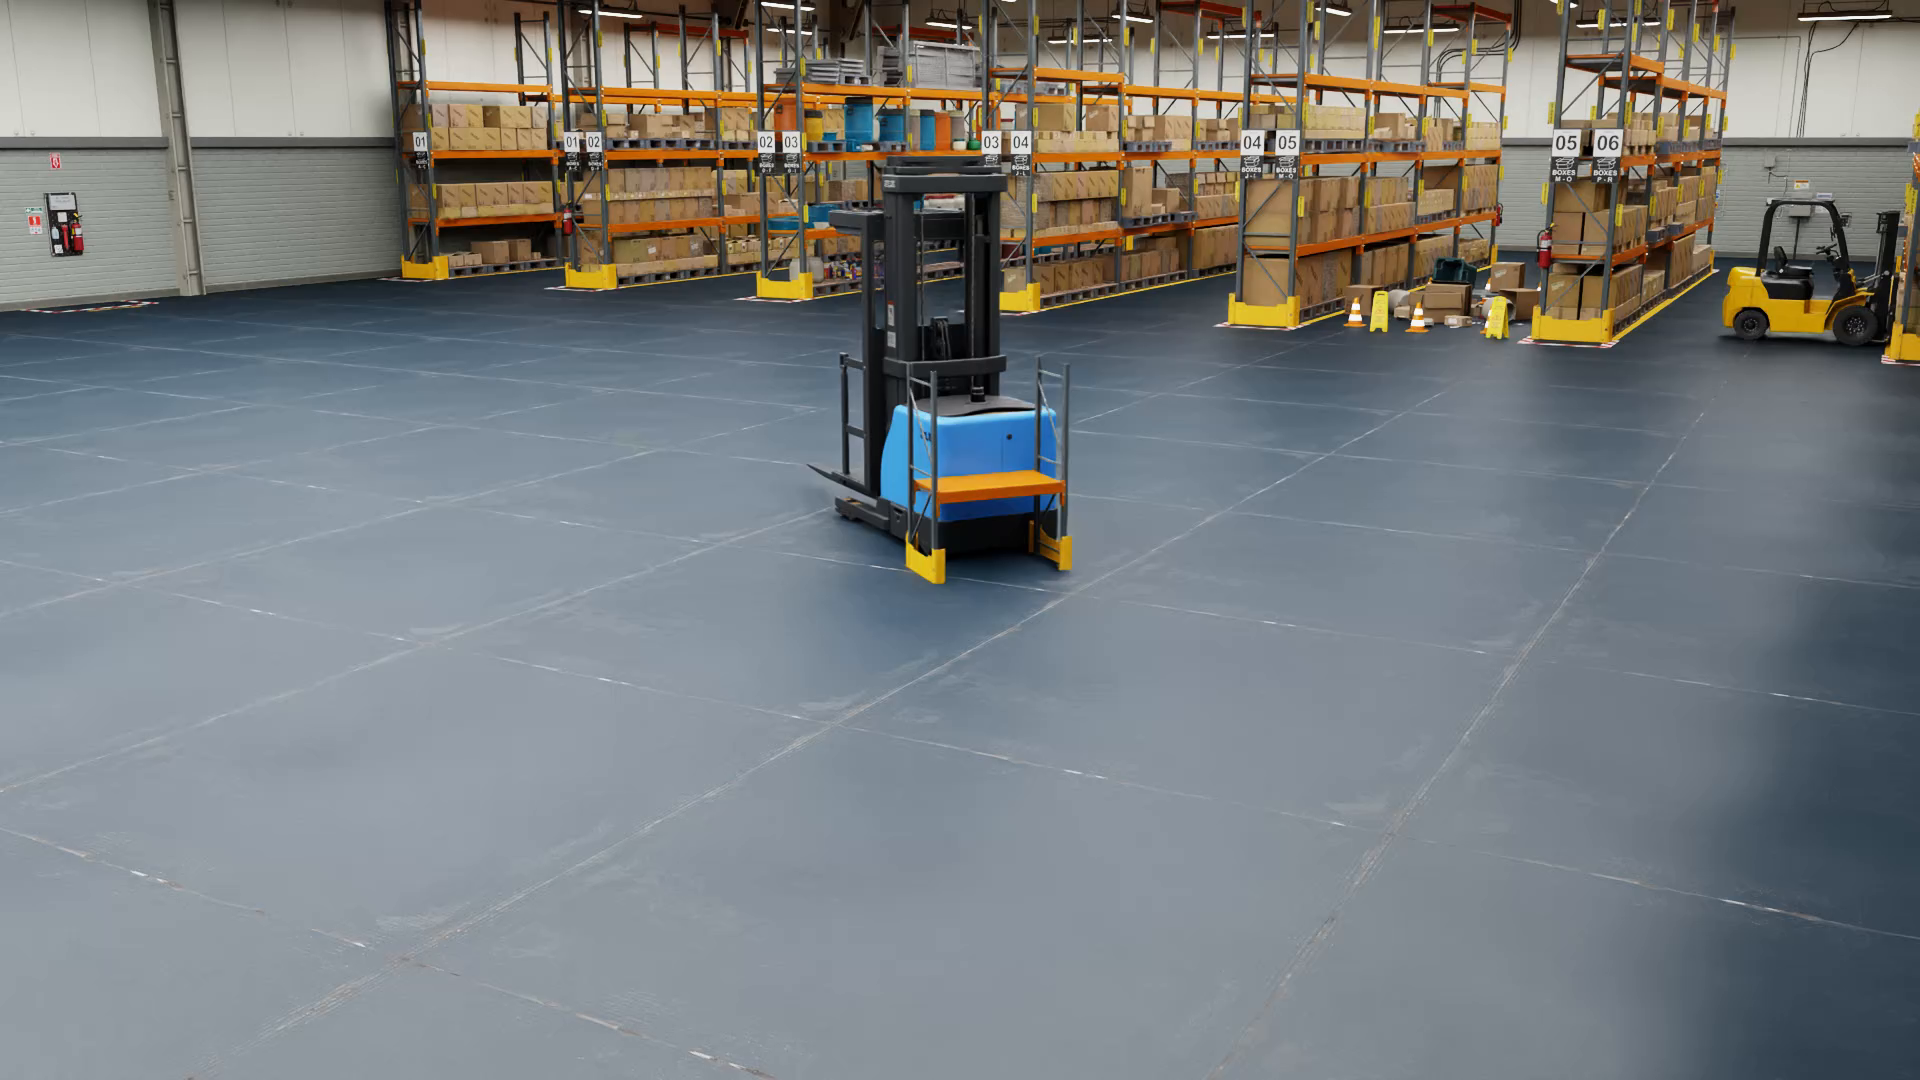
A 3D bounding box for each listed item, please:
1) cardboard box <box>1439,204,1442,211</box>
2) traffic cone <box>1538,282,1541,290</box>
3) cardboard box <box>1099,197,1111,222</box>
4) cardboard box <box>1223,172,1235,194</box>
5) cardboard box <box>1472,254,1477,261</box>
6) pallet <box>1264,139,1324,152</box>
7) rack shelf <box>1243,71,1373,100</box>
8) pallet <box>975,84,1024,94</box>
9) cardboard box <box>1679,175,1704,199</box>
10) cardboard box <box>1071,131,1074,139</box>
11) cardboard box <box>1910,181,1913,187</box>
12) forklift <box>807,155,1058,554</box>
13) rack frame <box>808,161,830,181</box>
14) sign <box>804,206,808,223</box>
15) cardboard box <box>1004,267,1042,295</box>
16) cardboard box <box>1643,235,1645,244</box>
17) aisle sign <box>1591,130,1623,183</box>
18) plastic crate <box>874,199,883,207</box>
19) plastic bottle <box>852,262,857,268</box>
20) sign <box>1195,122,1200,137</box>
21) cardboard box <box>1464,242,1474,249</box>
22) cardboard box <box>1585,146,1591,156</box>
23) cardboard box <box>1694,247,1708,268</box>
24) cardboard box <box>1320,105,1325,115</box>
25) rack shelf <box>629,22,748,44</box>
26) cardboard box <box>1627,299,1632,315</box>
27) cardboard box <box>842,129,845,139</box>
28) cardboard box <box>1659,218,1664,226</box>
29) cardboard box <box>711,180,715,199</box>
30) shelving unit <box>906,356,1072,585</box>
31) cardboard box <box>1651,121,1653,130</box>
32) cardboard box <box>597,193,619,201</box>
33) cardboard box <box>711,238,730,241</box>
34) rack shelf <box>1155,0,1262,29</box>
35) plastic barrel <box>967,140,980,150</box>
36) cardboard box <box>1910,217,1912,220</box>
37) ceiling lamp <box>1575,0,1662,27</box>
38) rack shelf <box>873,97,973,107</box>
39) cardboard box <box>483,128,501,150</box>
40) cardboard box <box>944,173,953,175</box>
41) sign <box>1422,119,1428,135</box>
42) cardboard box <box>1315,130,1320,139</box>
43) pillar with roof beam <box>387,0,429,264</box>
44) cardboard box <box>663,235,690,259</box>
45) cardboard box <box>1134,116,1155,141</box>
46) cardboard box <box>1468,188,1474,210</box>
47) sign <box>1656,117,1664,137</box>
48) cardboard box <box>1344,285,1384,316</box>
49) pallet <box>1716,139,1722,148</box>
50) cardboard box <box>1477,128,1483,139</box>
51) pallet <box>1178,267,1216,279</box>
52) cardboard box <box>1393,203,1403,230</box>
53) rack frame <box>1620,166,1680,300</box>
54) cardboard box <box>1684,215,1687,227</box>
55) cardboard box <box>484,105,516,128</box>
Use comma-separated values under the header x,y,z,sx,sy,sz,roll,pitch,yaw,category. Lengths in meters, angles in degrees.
x,y,z,sx,sy,sz,roll,pitch,yaw,category
10.438,-7.348,36.752,0.380,0.149,0.250,7,15,26,cardboard box
10.843,-4.581,31.050,0.336,0.463,0.334,7,15,28,traffic cone
2.523,-6.632,33.296,0.875,0.500,0.500,7,15,28,cardboard box
6.018,-8.431,39.249,0.797,0.503,0.637,8,15,29,cardboard box
12.251,-6.816,40.094,0.380,0.149,0.250,8,16,29,cardboard box
5.503,-6.690,28.170,1.003,0.211,1.213,7,15,28,pallet
6.120,-7.904,29.005,1.077,0.370,4.000,7,15,28,rack shelf
0.768,-10.681,39.393,1.213,0.211,1.003,7,15,28,pallet
15.779,-7.648,36.010,0.500,0.500,0.500,7,15,28,cardboard box
1.934,-7.633,31.362,0.380,0.149,0.250,7,15,27,cardboard box
20.437,-7.368,35.280,0.500,0.500,0.500,8,16,29,cardboard box
-0.381,-1.618,13.489,1.130,2.935,3.031,-7,15,-27,forklift
-4.413,-10.670,50.892,1.000,3.000,0.127,7,15,28,rack frame
-2.996,-6.336,32.325,0.100,0.325,0.005,7,15,28,sign
1.177,-4.819,31.060,0.500,0.500,0.500,11,17,38,cardboard box
11.581,-5.179,28.652,0.380,0.149,0.250,7,15,27,cardboard box
9.777,-5.797,25.132,0.394,0.787,0.004,7,15,28,aisle sign
-1.575,-7.251,36.572,0.402,0.464,0.583,7,15,28,plastic crate
-2.259,-5.811,35.620,0.097,0.271,0.097,0,14,0,plastic bottle
5.202,-8.993,36.432,0.100,0.325,0.005,7,15,28,sign
12.080,-7.055,39.816,0.380,0.149,0.250,7,15,28,cardboard box
9.713,-6.127,26.185,0.380,0.149,0.250,8,16,30,cardboard box
16.604,-6.487,38.111,0.875,0.438,0.875,8,16,30,cardboard box
5.962,-7.286,28.179,0.380,0.149,0.250,8,15,29,cardboard box
-7.314,-13.621,44.778,1.077,0.370,4.000,7,15,28,rack shelf
10.920,-3.903,27.794,0.500,0.250,0.500,8,16,29,cardboard box
-3.263,-10.280,42.659,0.910,0.500,0.500,7,15,28,cardboard box
12.667,-5.826,30.437,0.380,0.149,0.250,8,16,30,cardboard box
-7.074,-9.618,45.638,0.500,0.500,0.500,8,16,30,cardboard box
0.208,-0.526,12.013,1.083,1.500,0.587,-6,15,-22,shelving unit
11.449,-6.974,27.994,0.380,0.149,0.250,7,15,27,cardboard box
-7.431,-7.247,35.096,0.380,0.149,0.250,7,15,28,cardboard box
-5.685,-7.011,39.488,0.500,0.311,0.500,8,16,30,cardboard box
5.695,-11.938,37.794,1.077,0.370,4.000,7,15,28,rack shelf
0.318,-9.233,38.861,0.294,0.245,0.294,0,14,0,plastic barrel
15.830,-5.140,27.207,0.500,0.250,0.500,7,15,27,cardboard box
16.446,-14.443,41.288,2.000,3.185,0.800,7,15,28,ceiling lamp
-1.042,-12.264,46.247,1.077,0.370,4.000,7,15,28,rack shelf
-10.989,-9.270,38.427,0.500,0.500,0.500,8,16,31,cardboard box
-0.539,-10.311,47.057,0.500,0.500,0.500,8,16,30,cardboard box
9.503,-8.446,33.994,0.100,0.325,0.005,7,15,28,sign
5.844,-6.848,28.064,0.380,0.149,0.250,7,15,28,cardboard box
-8.798,-10.058,35.552,9.100,9.000,0.548,7,15,28,pillar with roof beam
-6.399,-6.555,37.196,0.500,0.500,0.500,7,15,28,cardboard box
3.563,-8.516,34.439,0.797,0.503,0.637,8,16,30,cardboard box
11.648,-7.952,38.768,0.500,0.500,0.500,7,15,28,cardboard box
11.948,-7.051,28.378,0.100,0.325,0.005,7,15,28,sign
7.235,-4.293,29.769,0.500,0.500,0.500,11,17,38,cardboard box
16.921,-9.125,38.274,1.003,0.211,1.213,7,15,28,pallet
11.898,-9.486,38.835,0.500,0.250,0.500,8,16,29,cardboard box
5.175,-6.143,38.063,1.003,0.211,1.213,7,15,28,pallet
8.554,-6.483,33.313,0.500,0.500,0.500,7,15,27,cardboard box
13.403,-6.222,32.443,1.000,3.000,0.127,7,15,28,rack frame
14.587,-6.537,34.070,0.500,0.250,0.500,7,15,28,cardboard box
-10.718,-9.855,38.723,0.500,0.500,0.500,7,15,26,cardboard box
